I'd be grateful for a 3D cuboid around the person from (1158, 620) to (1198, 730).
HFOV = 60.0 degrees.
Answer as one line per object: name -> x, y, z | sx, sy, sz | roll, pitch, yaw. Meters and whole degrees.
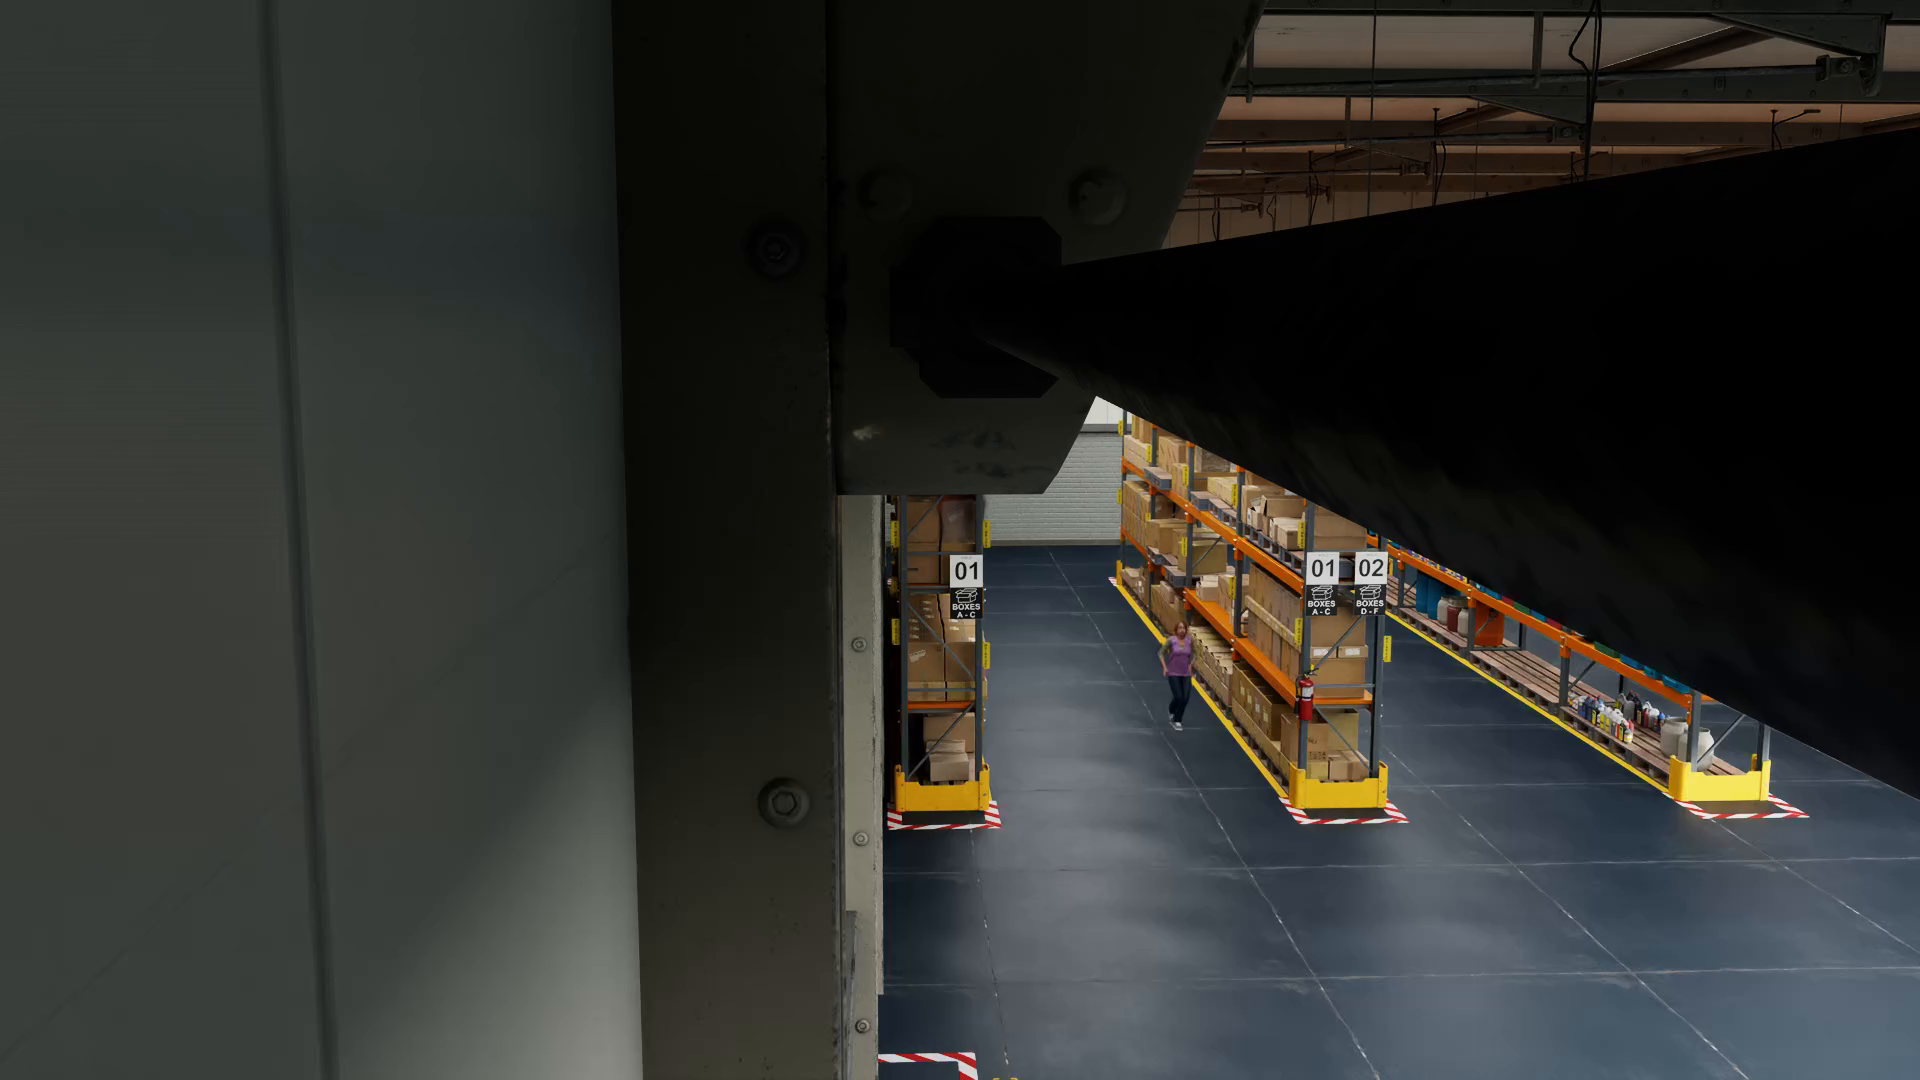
person -> 3.052, 1.888, 23.070 | 0.531, 1.557, 0.497 | -1, 9, -8
